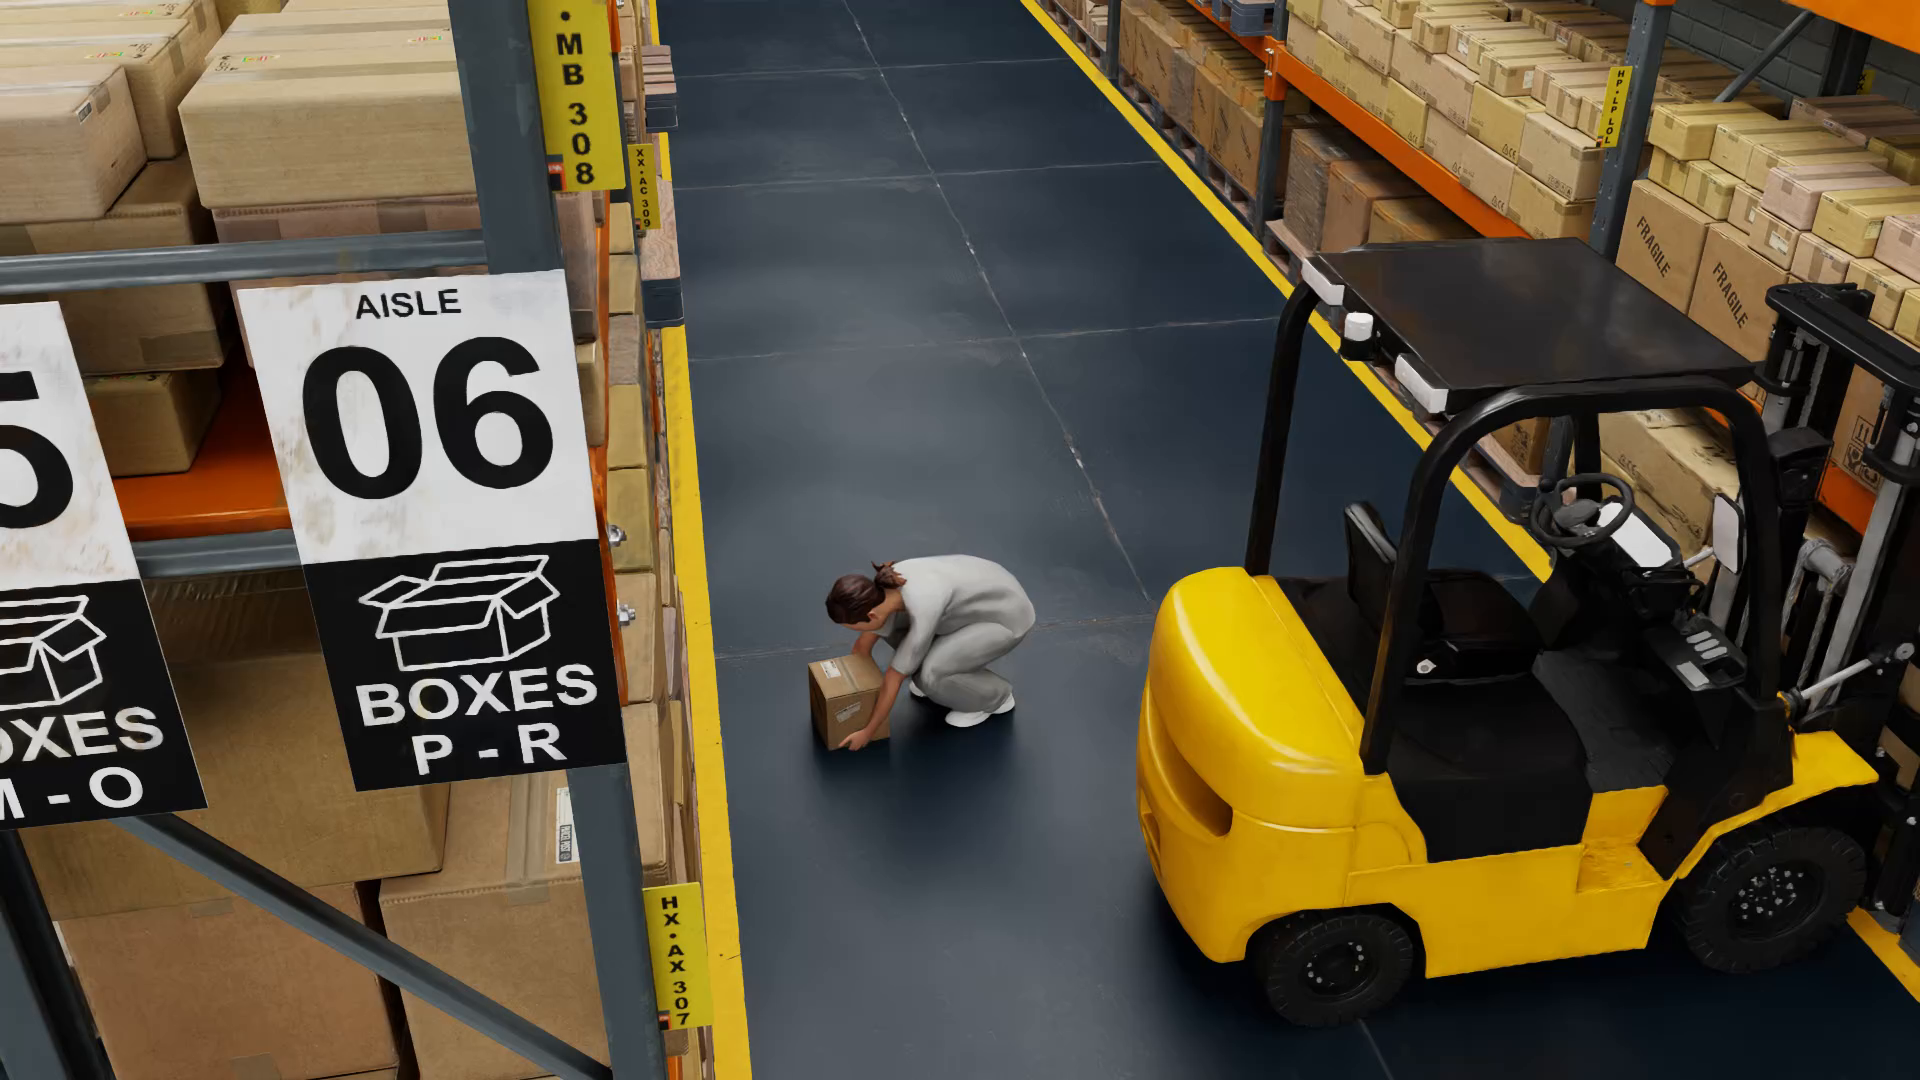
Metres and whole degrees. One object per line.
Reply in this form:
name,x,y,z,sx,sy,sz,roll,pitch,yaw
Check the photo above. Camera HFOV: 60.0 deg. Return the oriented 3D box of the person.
person,-0.118,0.398,6.465,0.849,0.797,0.469,-12,33,-19
